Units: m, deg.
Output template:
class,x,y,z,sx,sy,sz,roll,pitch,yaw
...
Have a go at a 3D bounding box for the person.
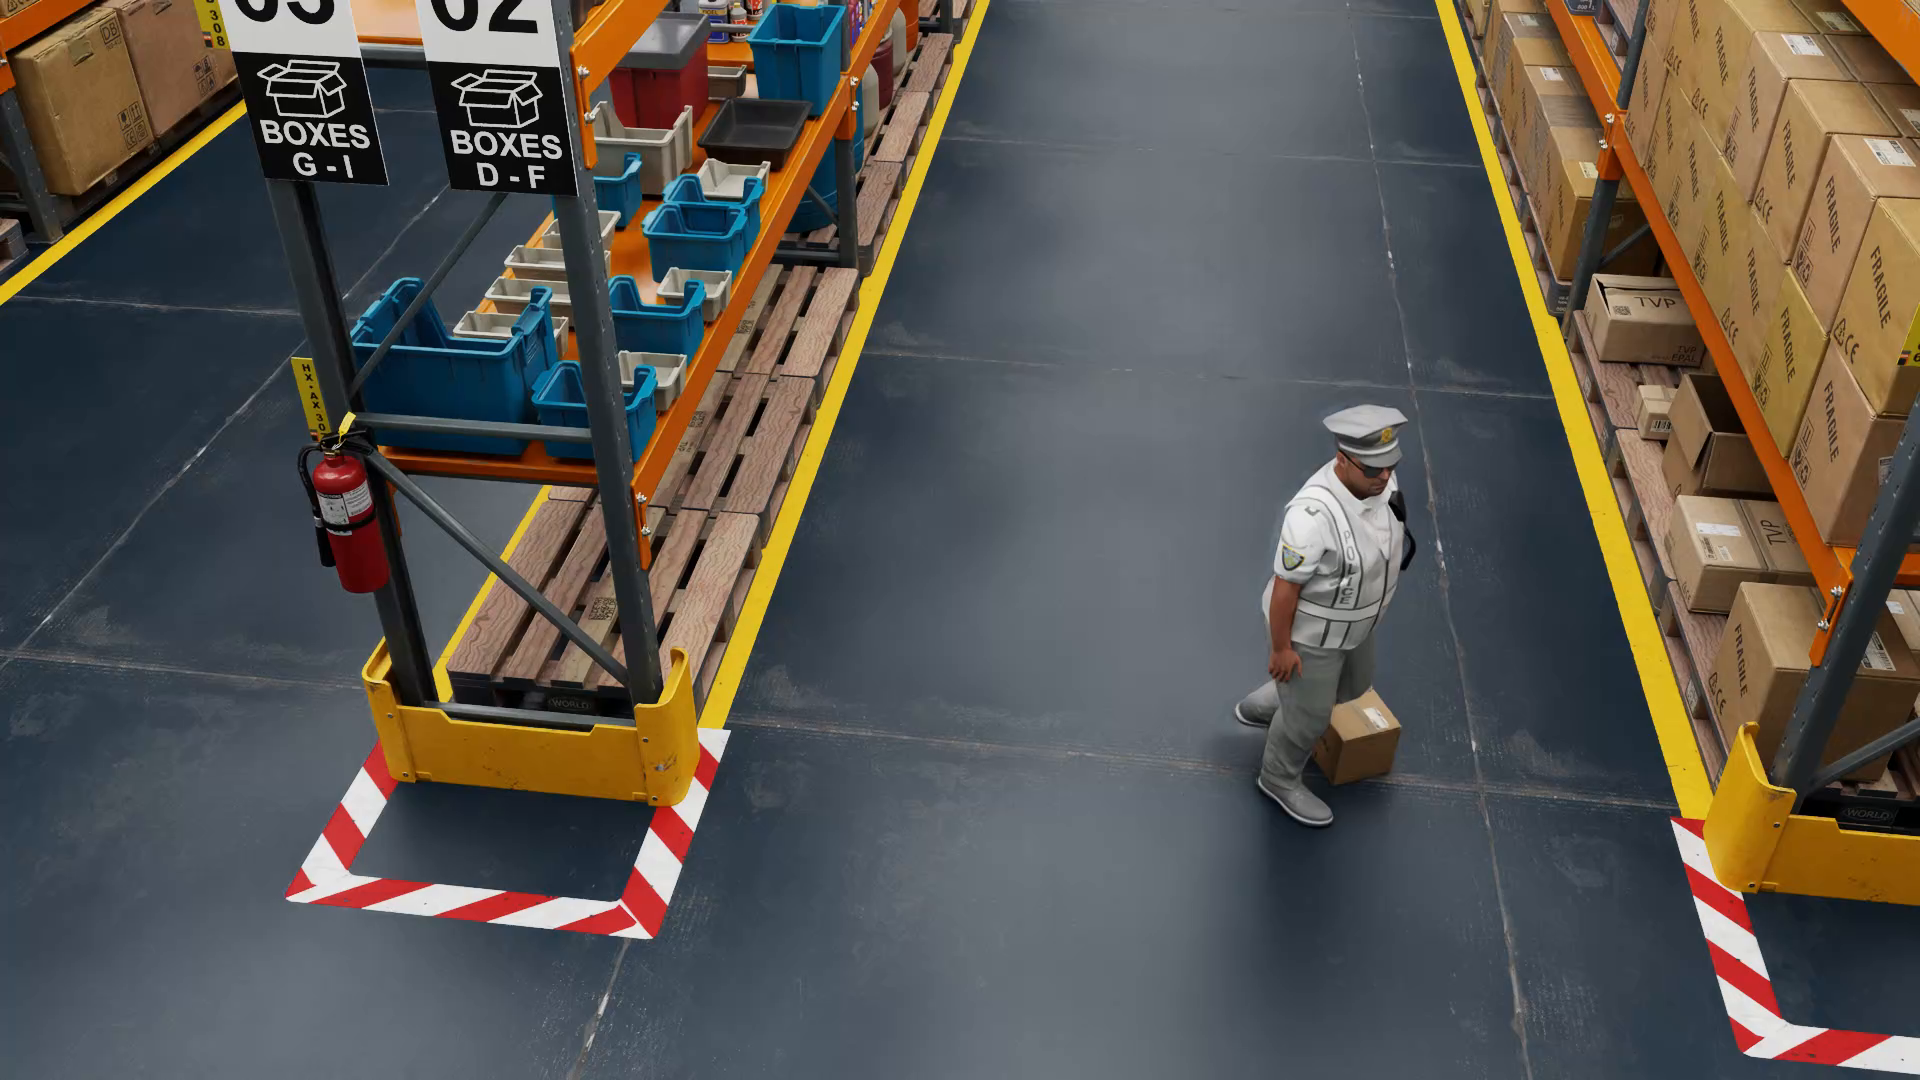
class,x,y,z,sx,sy,sz,roll,pitch,yaw
person,1.218,0.225,5.821,0.571,1.750,0.593,28,44,33
